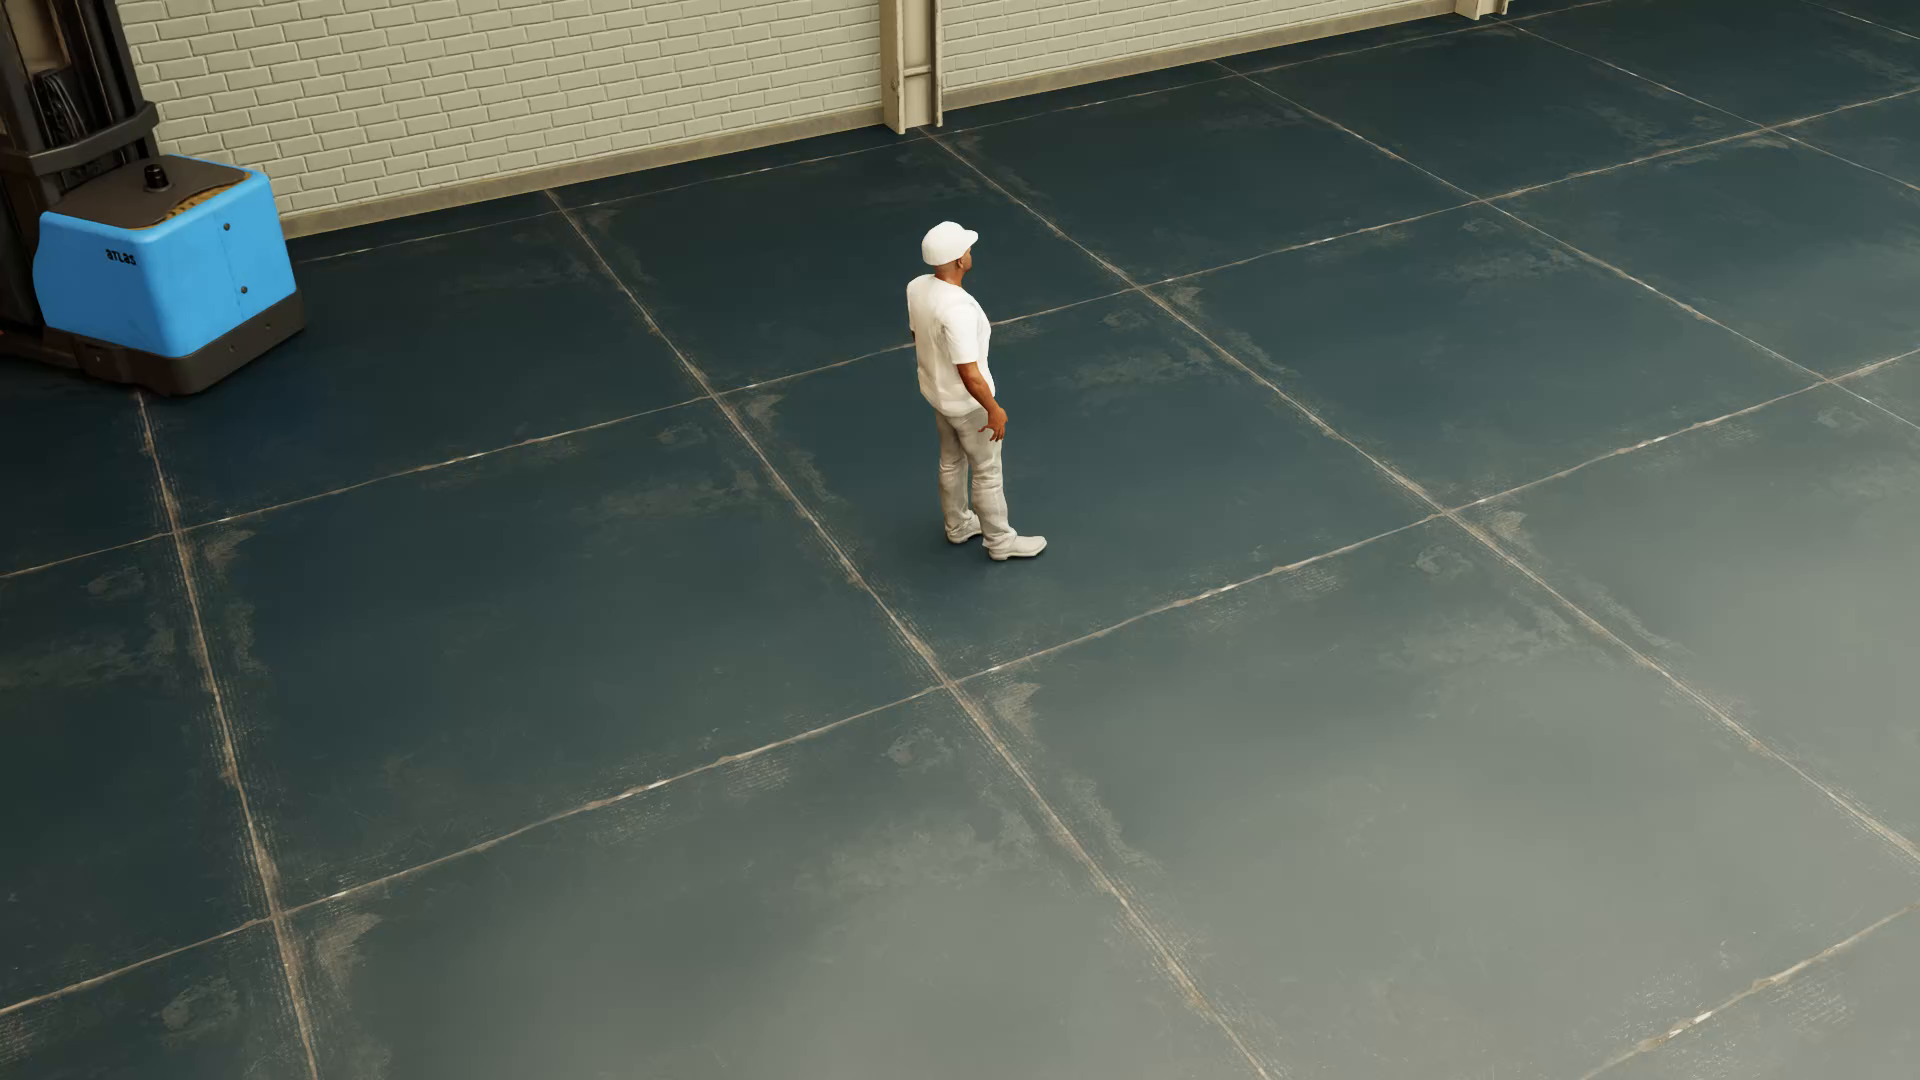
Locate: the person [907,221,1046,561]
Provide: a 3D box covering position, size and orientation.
[{"bbox_3d":[0.064,-0.743,8.170,0.577,1.765,0.665,-17,39,-23],"label":"person"}]

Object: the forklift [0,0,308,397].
[{"bbox_3d":[-5.667,-2.598,9.798,3.031,2.935,1.130,14,38,19],"label":"forklift"}]
